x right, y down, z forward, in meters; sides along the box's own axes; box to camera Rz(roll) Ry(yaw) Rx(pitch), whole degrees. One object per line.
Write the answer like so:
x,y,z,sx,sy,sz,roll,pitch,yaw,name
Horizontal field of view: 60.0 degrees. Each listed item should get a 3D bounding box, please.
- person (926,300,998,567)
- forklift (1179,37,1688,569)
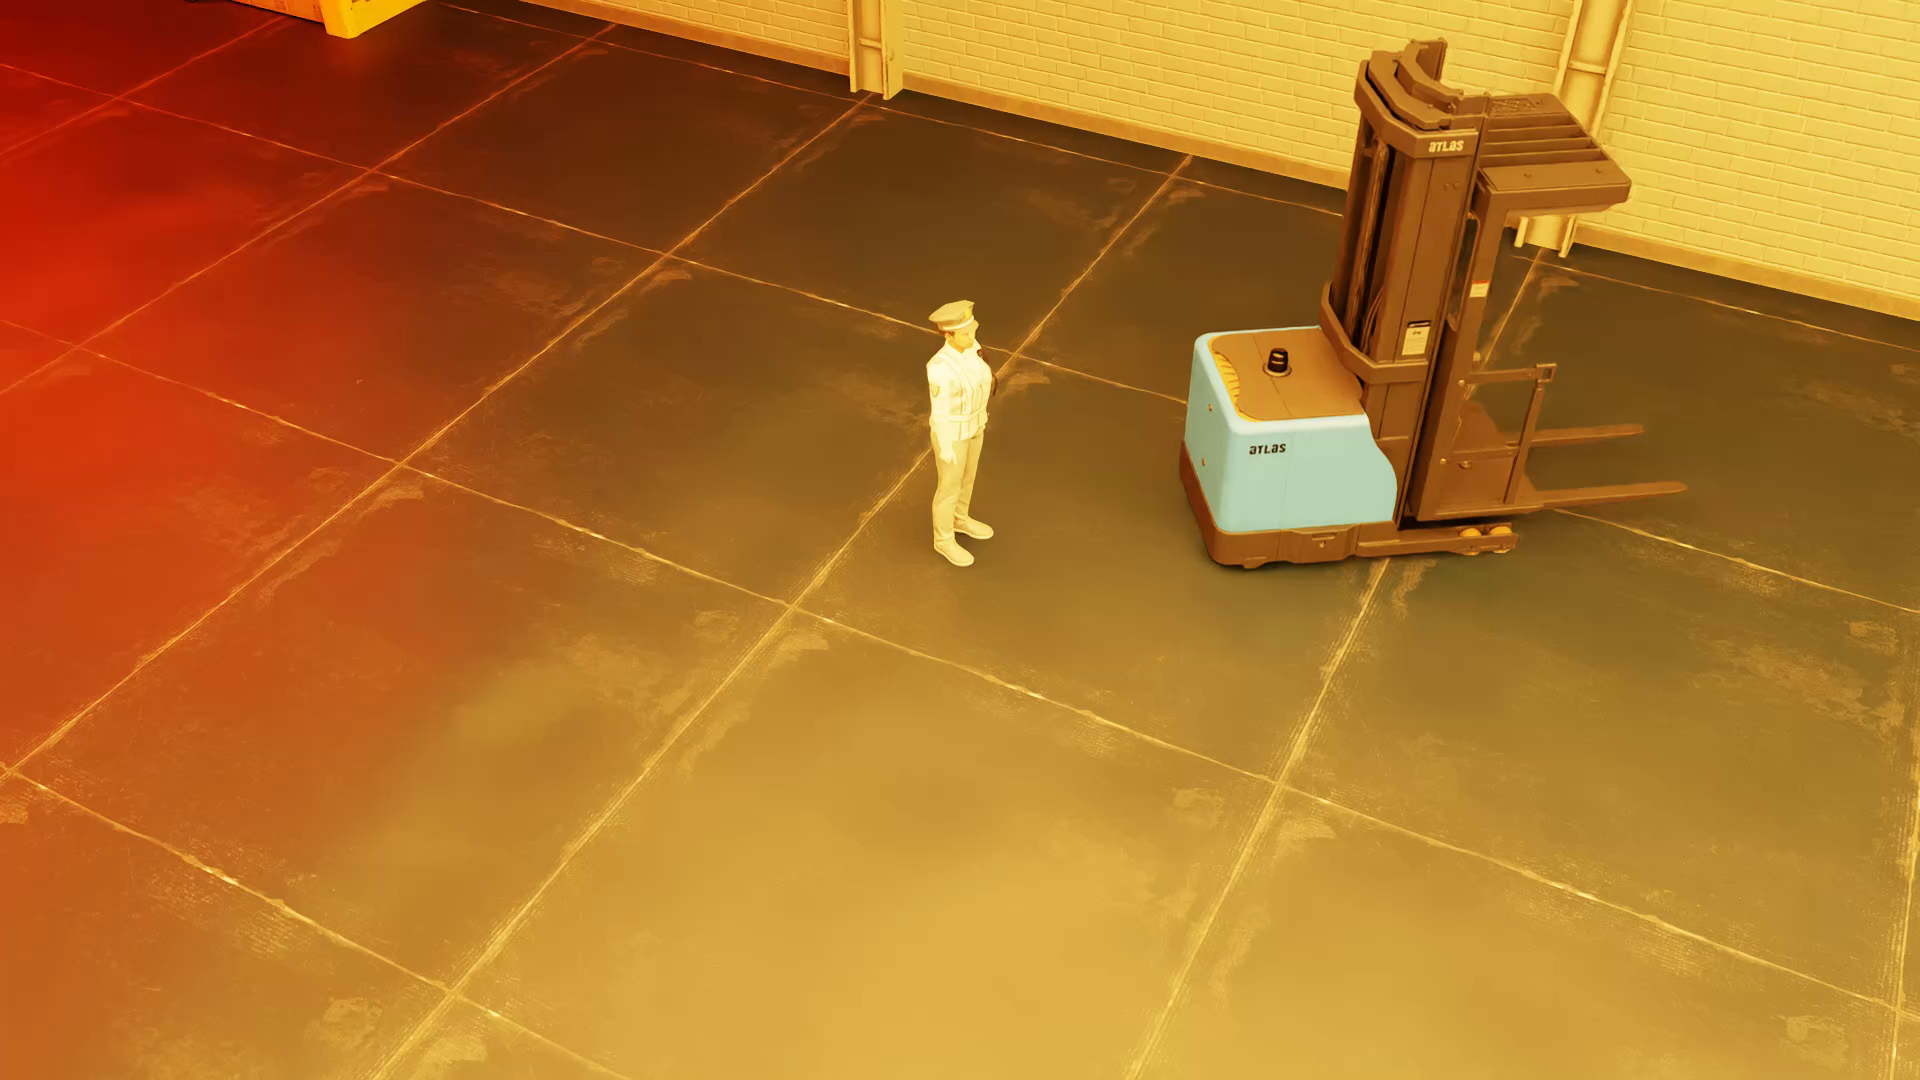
0.002,-0.648,9.722,0.353,1.694,0.461,18,43,21,person
2.962,-1.361,9.602,3.031,2.935,1.130,-4,40,-5,forklift
